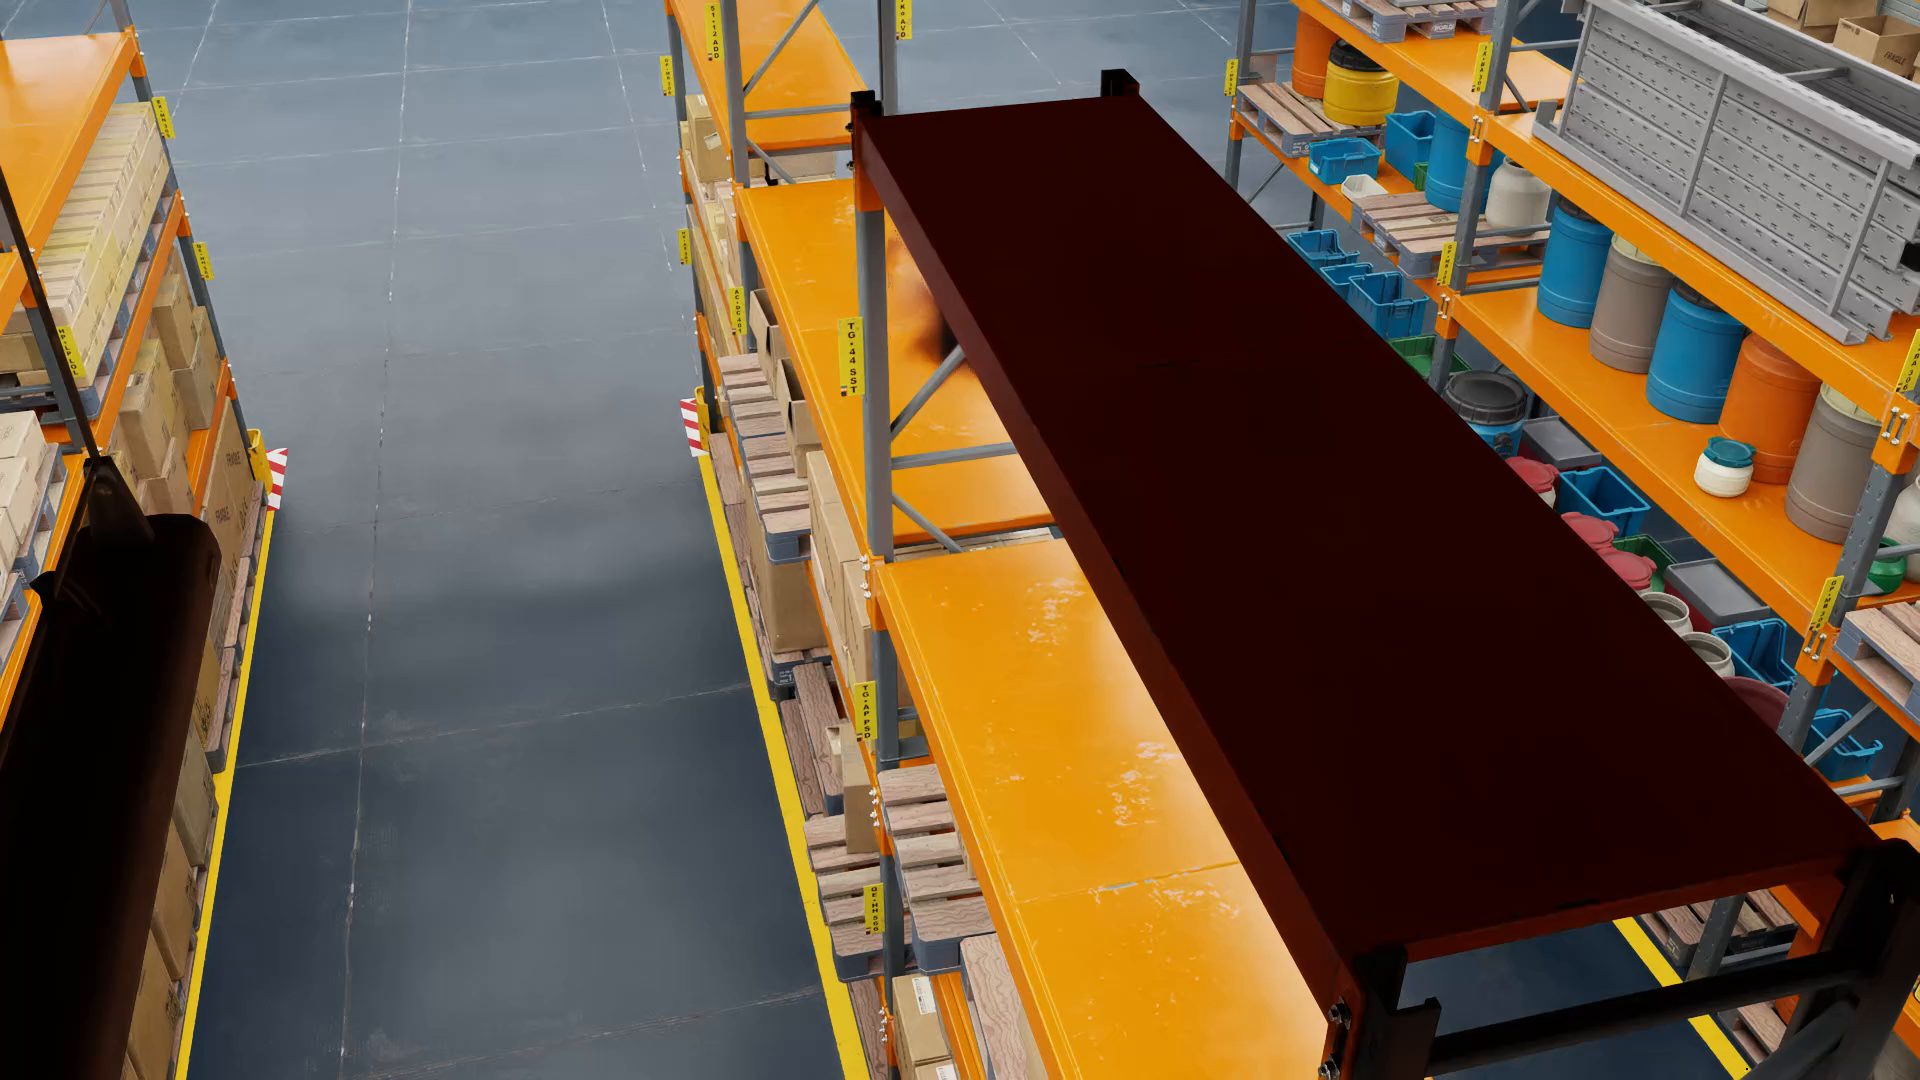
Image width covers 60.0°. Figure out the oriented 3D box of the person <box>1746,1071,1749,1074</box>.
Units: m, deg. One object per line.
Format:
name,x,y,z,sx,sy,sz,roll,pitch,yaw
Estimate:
person,3.722,3.121,8.057,0.567,1.646,0.643,-12,36,-17
